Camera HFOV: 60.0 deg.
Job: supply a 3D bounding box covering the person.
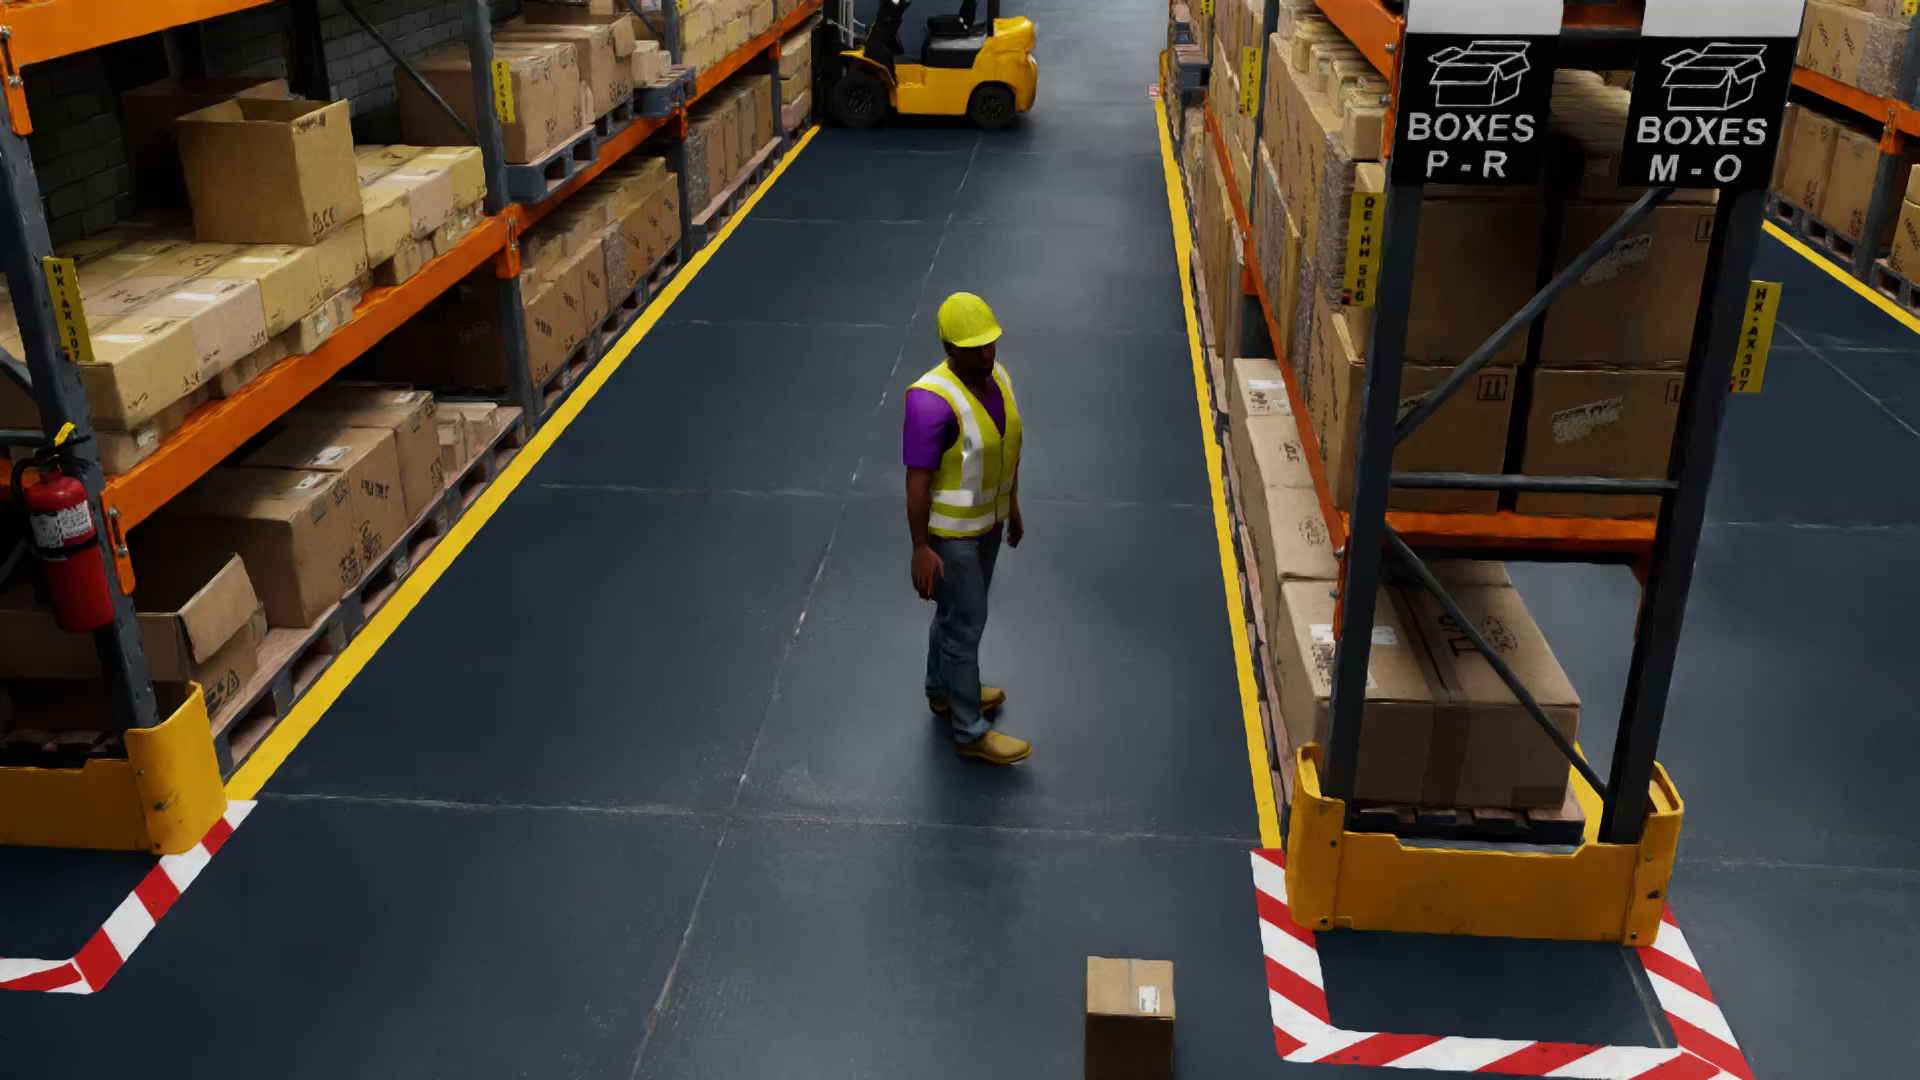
[{"bbox_3d":[0.061,-0.038,6.099,0.572,1.763,0.675,13,27,26],"label":"person"}]
